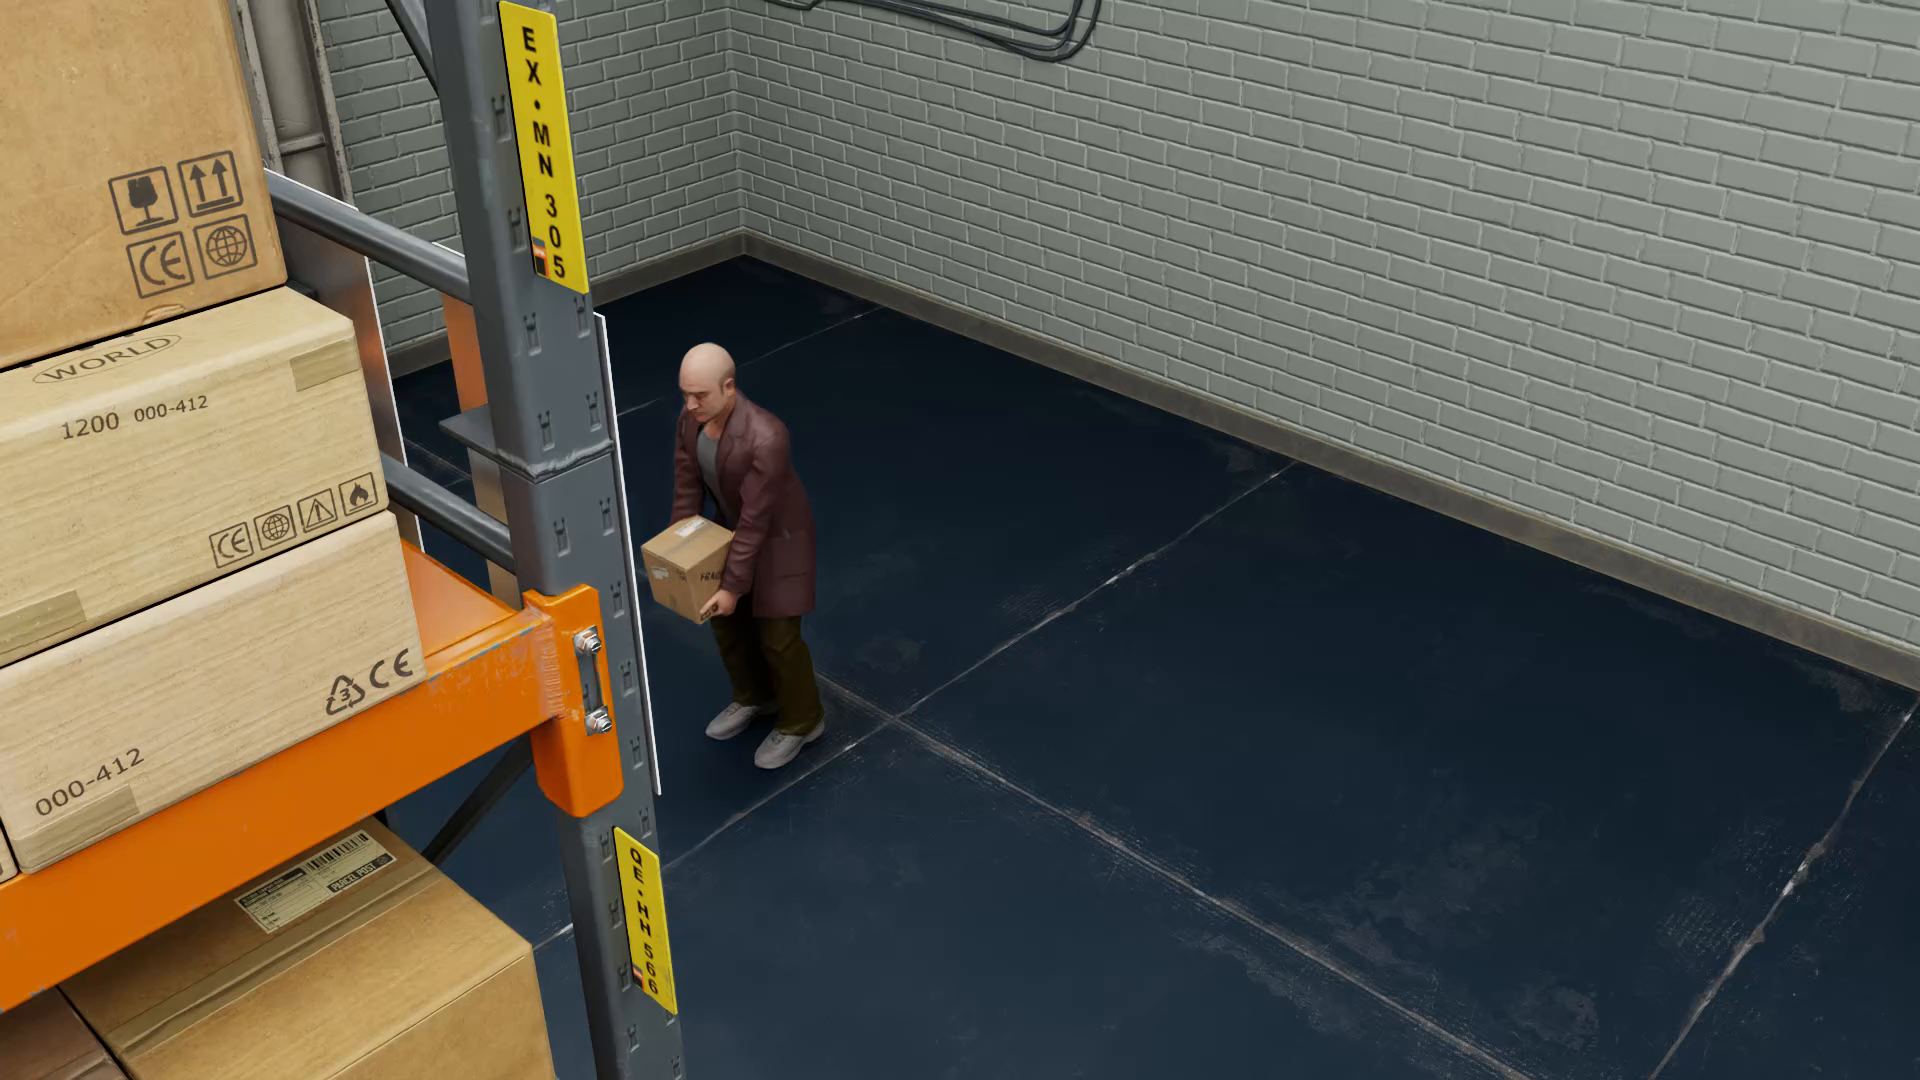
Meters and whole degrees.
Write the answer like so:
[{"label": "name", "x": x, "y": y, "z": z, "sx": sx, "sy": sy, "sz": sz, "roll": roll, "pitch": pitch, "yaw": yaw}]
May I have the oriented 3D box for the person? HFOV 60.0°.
[{"label": "person", "x": -0.815, "y": 0.056, "z": 6.094, "sx": 0.534, "sy": 1.744, "sz": 0.600, "roll": 24, "pitch": 39, "yaw": 34}]
